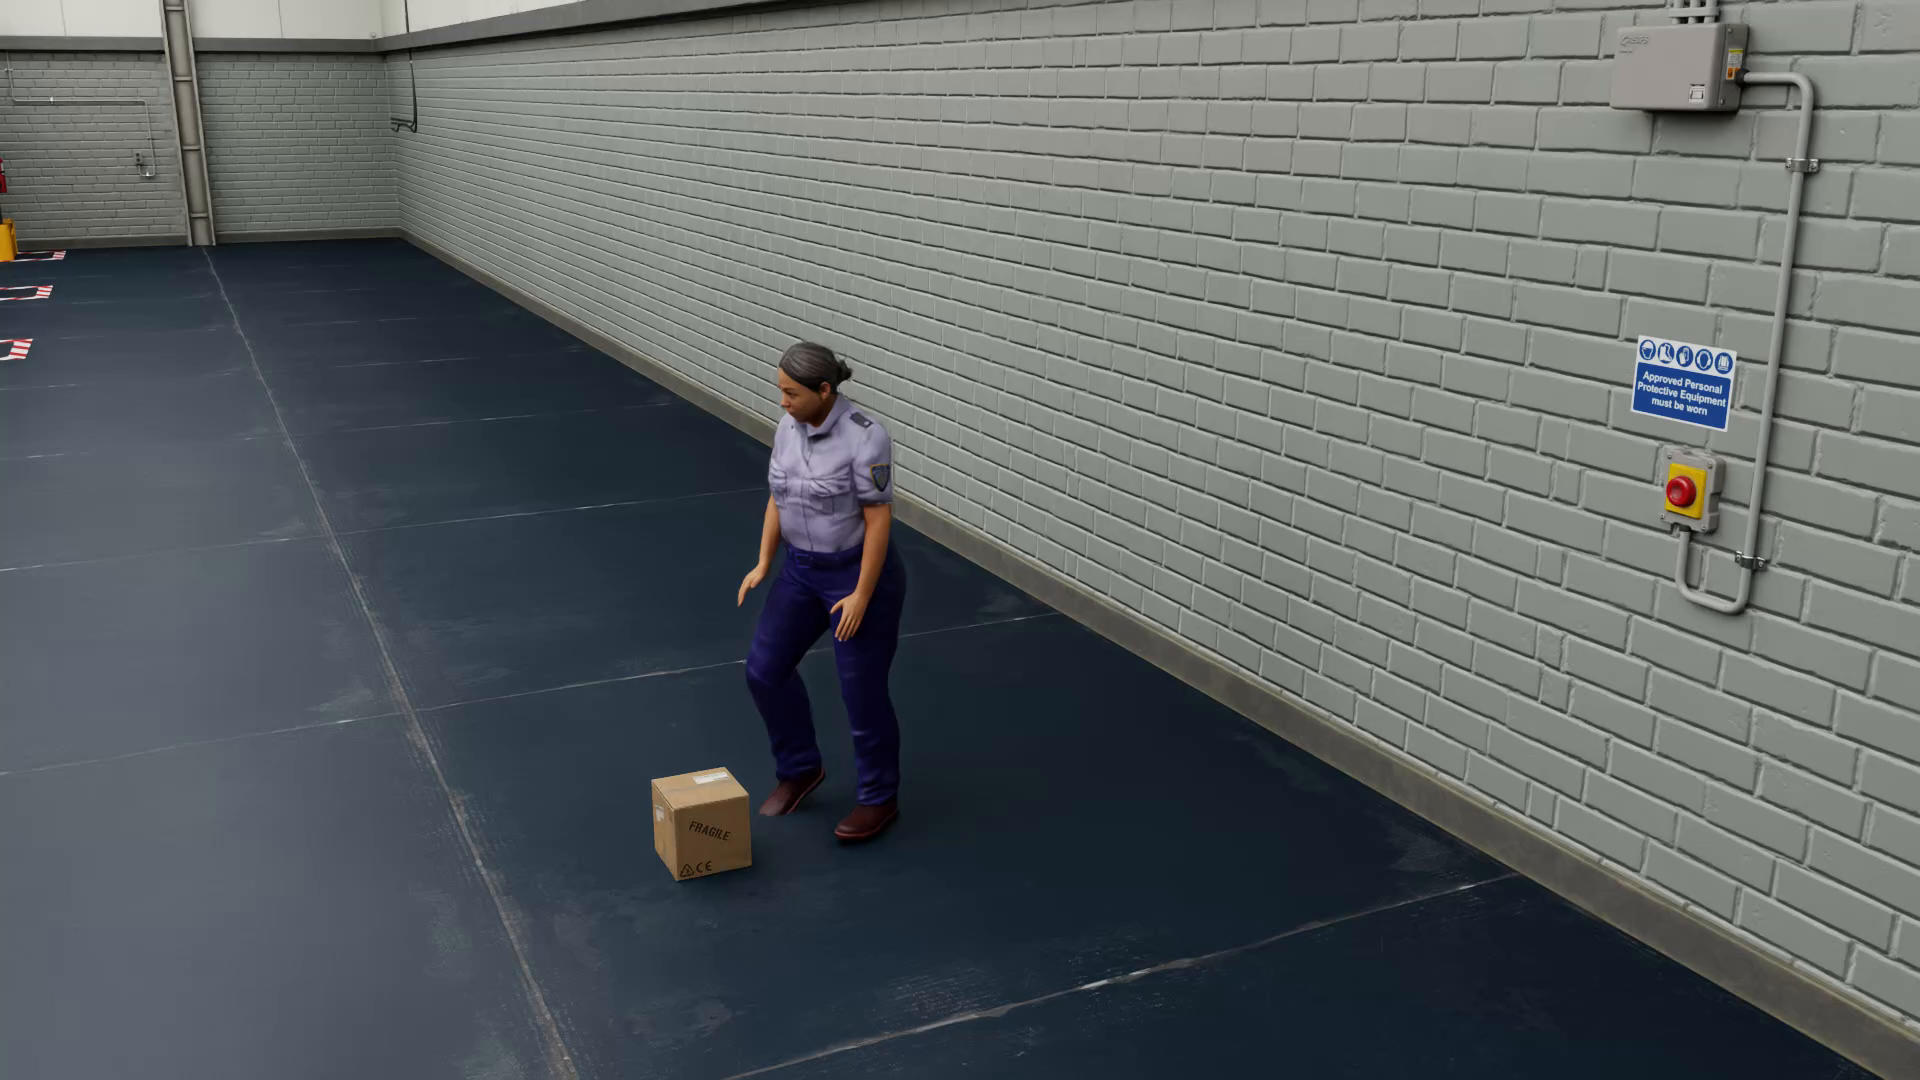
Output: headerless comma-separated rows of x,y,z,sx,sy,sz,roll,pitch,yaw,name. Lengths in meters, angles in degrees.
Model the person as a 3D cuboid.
-0.430,0.183,5.473,0.536,1.701,0.426,12,19,36,person
